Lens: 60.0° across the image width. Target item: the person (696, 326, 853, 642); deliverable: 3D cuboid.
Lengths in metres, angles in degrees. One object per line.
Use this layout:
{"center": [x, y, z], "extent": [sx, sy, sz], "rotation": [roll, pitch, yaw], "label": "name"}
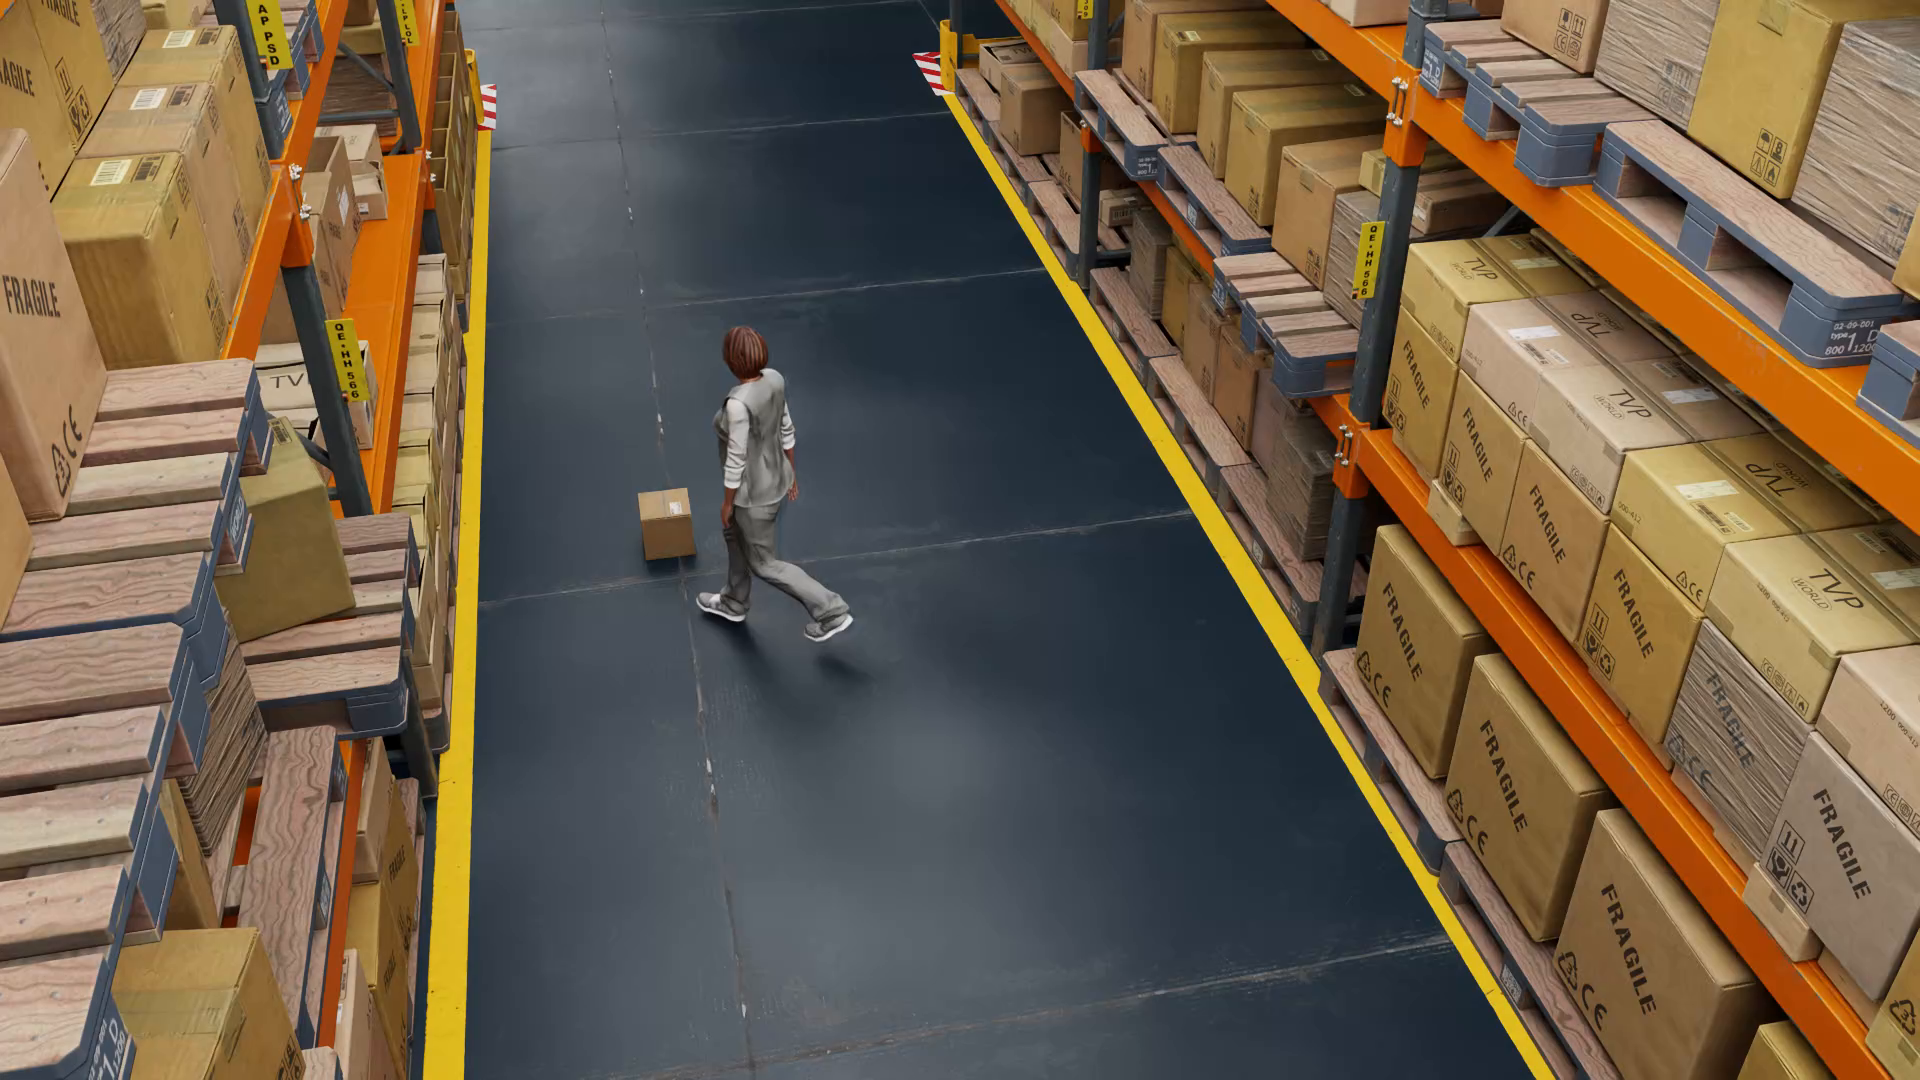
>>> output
{"center": [-0.873, -0.236, 7.482], "extent": [0.856, 1.559, 0.417], "rotation": [10, 36, 14], "label": "person"}
